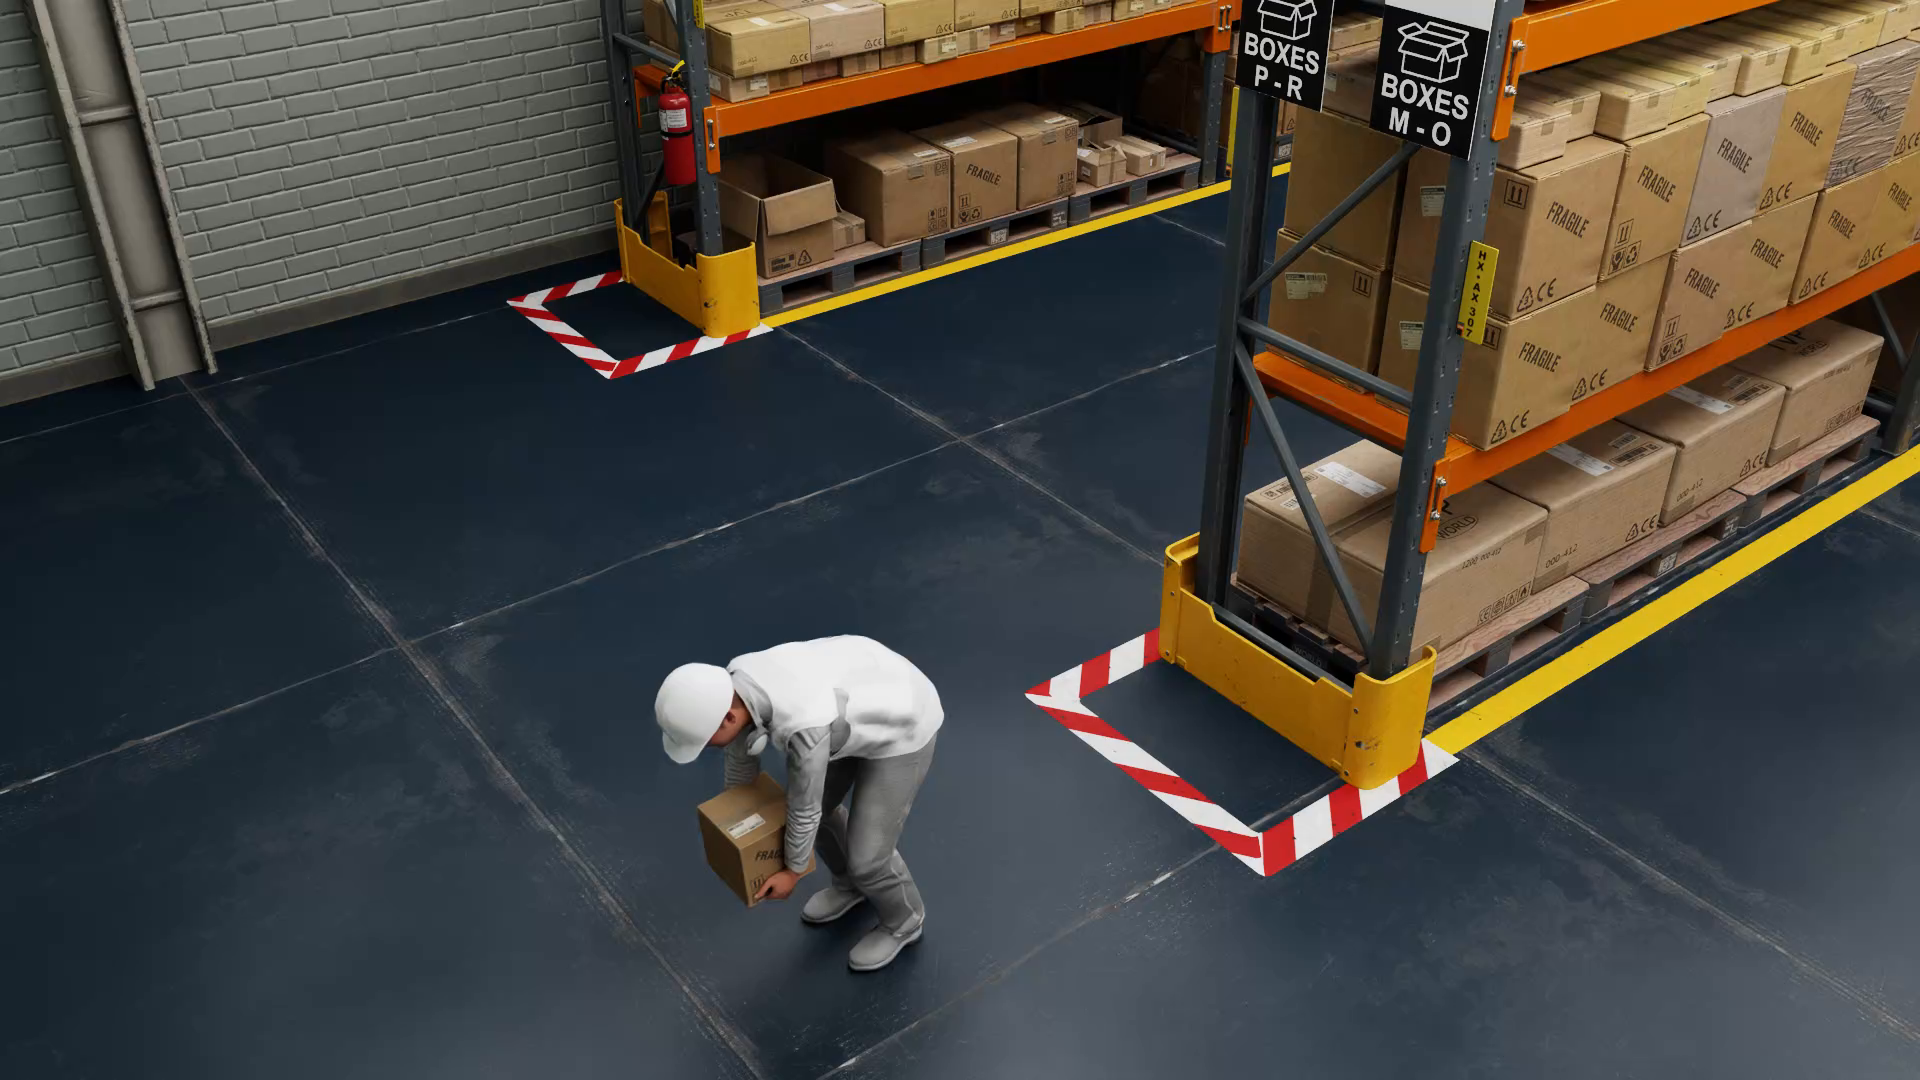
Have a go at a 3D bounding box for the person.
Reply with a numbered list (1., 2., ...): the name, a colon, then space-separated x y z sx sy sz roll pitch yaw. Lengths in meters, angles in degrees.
1. person: -0.485 0.816 5.205 0.936 1.351 0.471 -24 39 -33
